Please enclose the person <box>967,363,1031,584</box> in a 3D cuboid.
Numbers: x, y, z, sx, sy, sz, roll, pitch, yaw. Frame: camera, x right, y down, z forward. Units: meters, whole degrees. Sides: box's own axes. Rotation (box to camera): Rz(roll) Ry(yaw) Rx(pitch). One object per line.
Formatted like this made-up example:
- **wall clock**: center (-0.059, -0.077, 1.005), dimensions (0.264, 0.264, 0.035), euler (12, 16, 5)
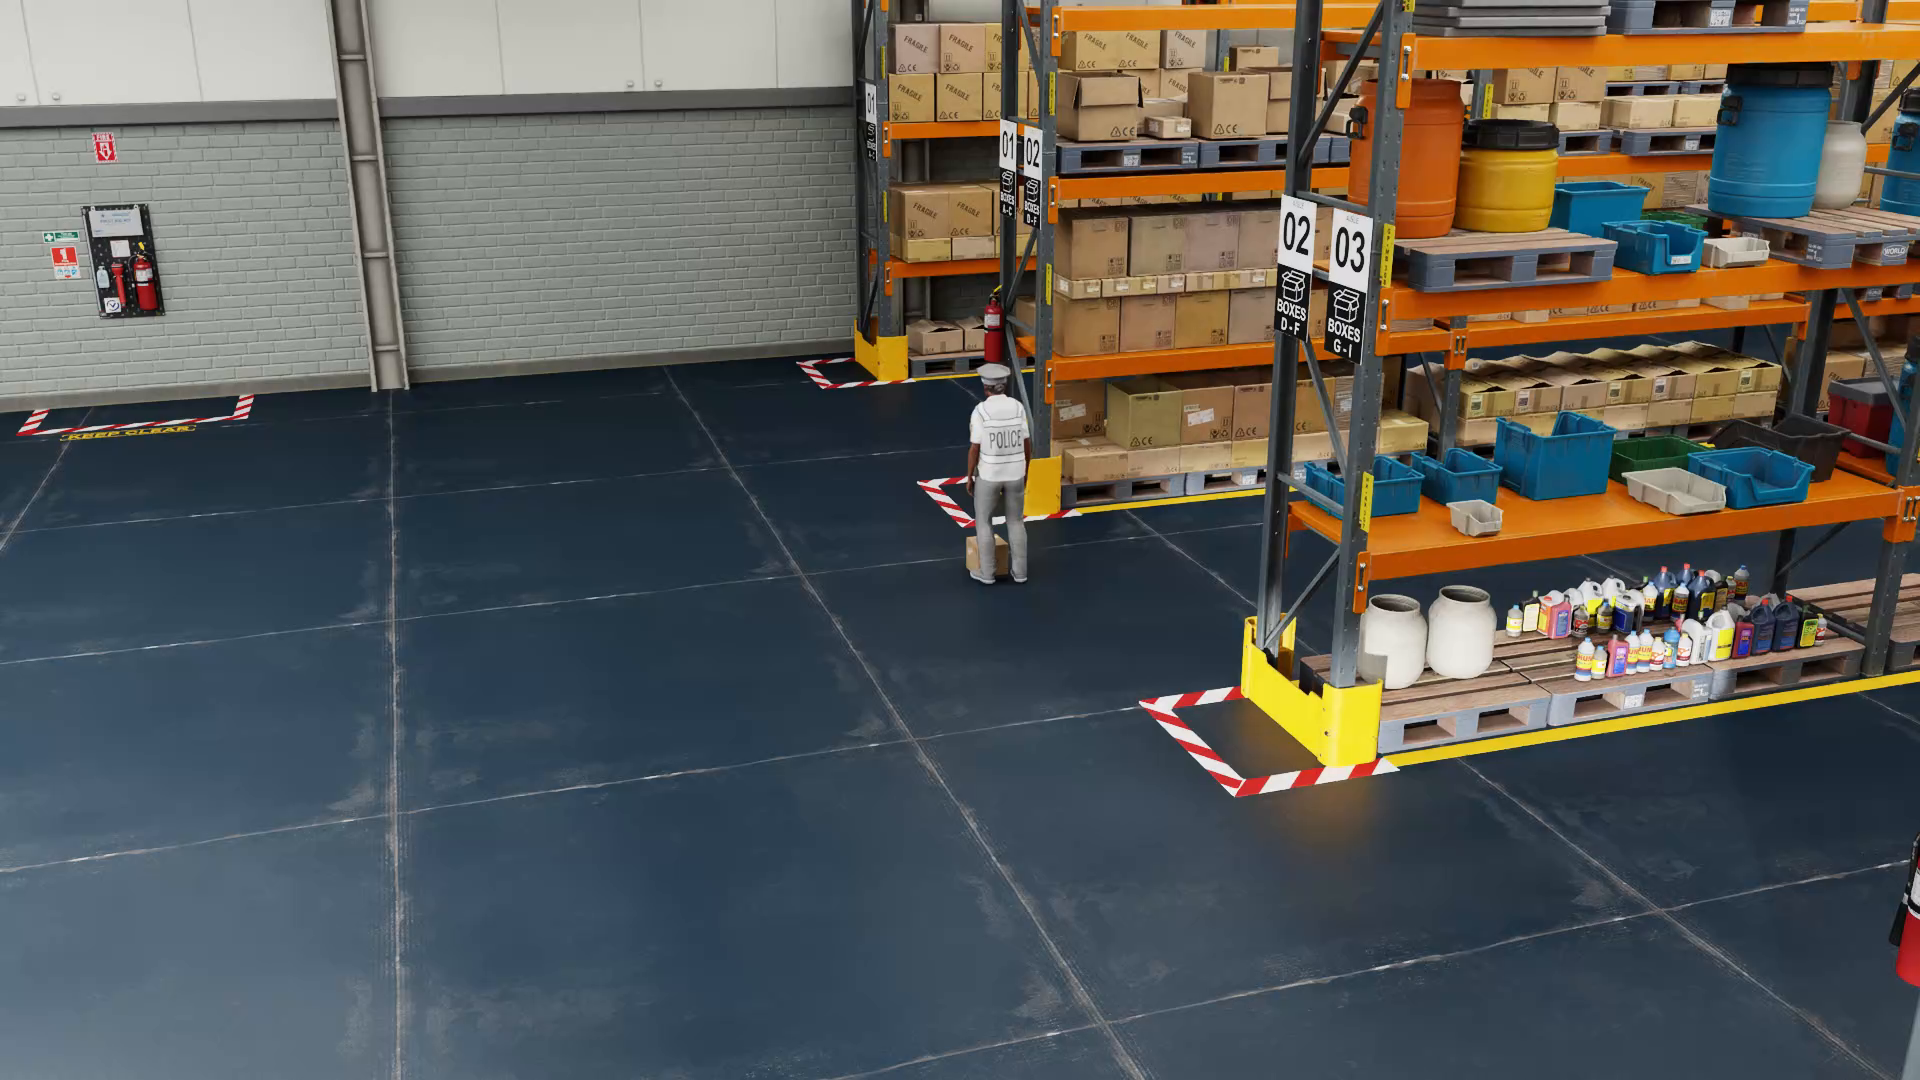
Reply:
- **person**: center (0.291, -0.474, 12.416), dimensions (0.507, 1.660, 0.415), euler (-6, 20, -17)
